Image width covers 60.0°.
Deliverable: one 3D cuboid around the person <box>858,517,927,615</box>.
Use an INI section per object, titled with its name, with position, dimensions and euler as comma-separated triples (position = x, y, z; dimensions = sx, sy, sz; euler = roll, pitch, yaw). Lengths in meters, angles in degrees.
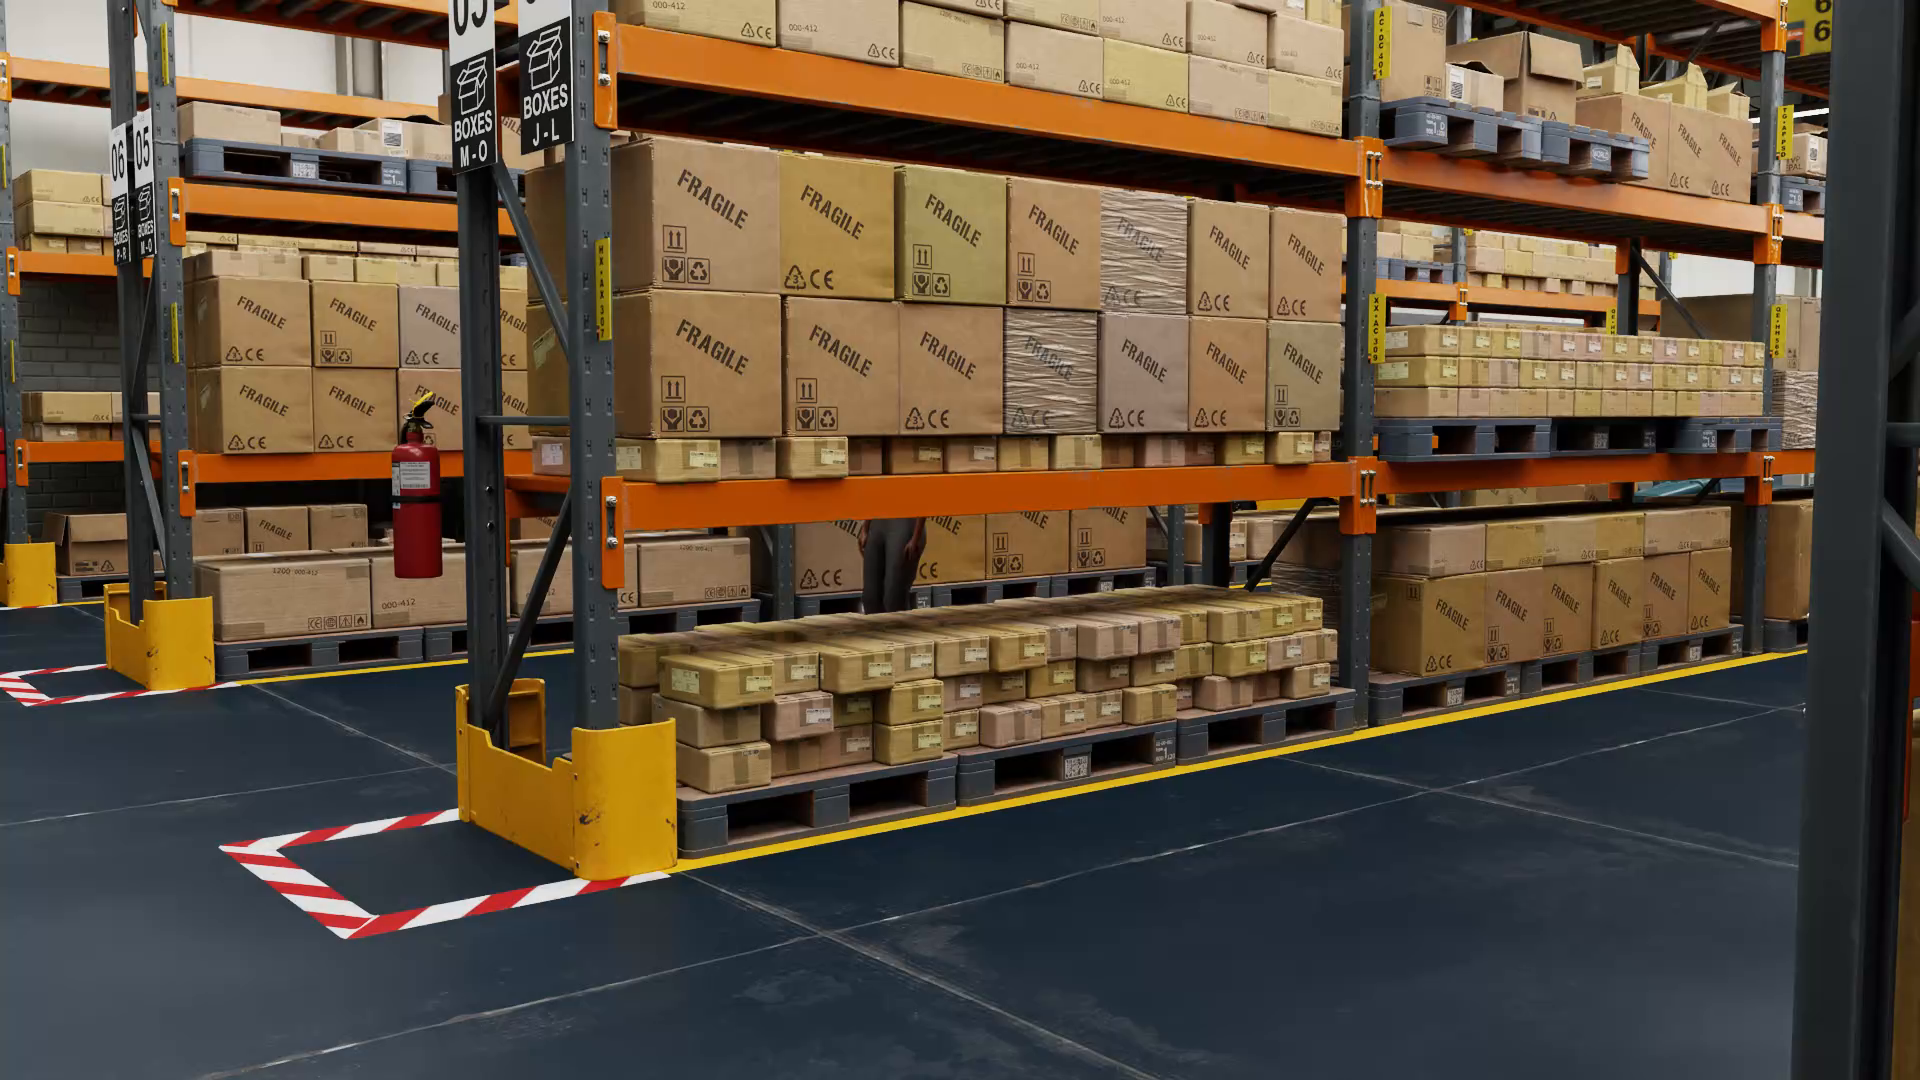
[person]
position = -0.415, -0.018, 9.508
dimensions = 0.399, 1.655, 0.532
euler = -4, 6, -42
